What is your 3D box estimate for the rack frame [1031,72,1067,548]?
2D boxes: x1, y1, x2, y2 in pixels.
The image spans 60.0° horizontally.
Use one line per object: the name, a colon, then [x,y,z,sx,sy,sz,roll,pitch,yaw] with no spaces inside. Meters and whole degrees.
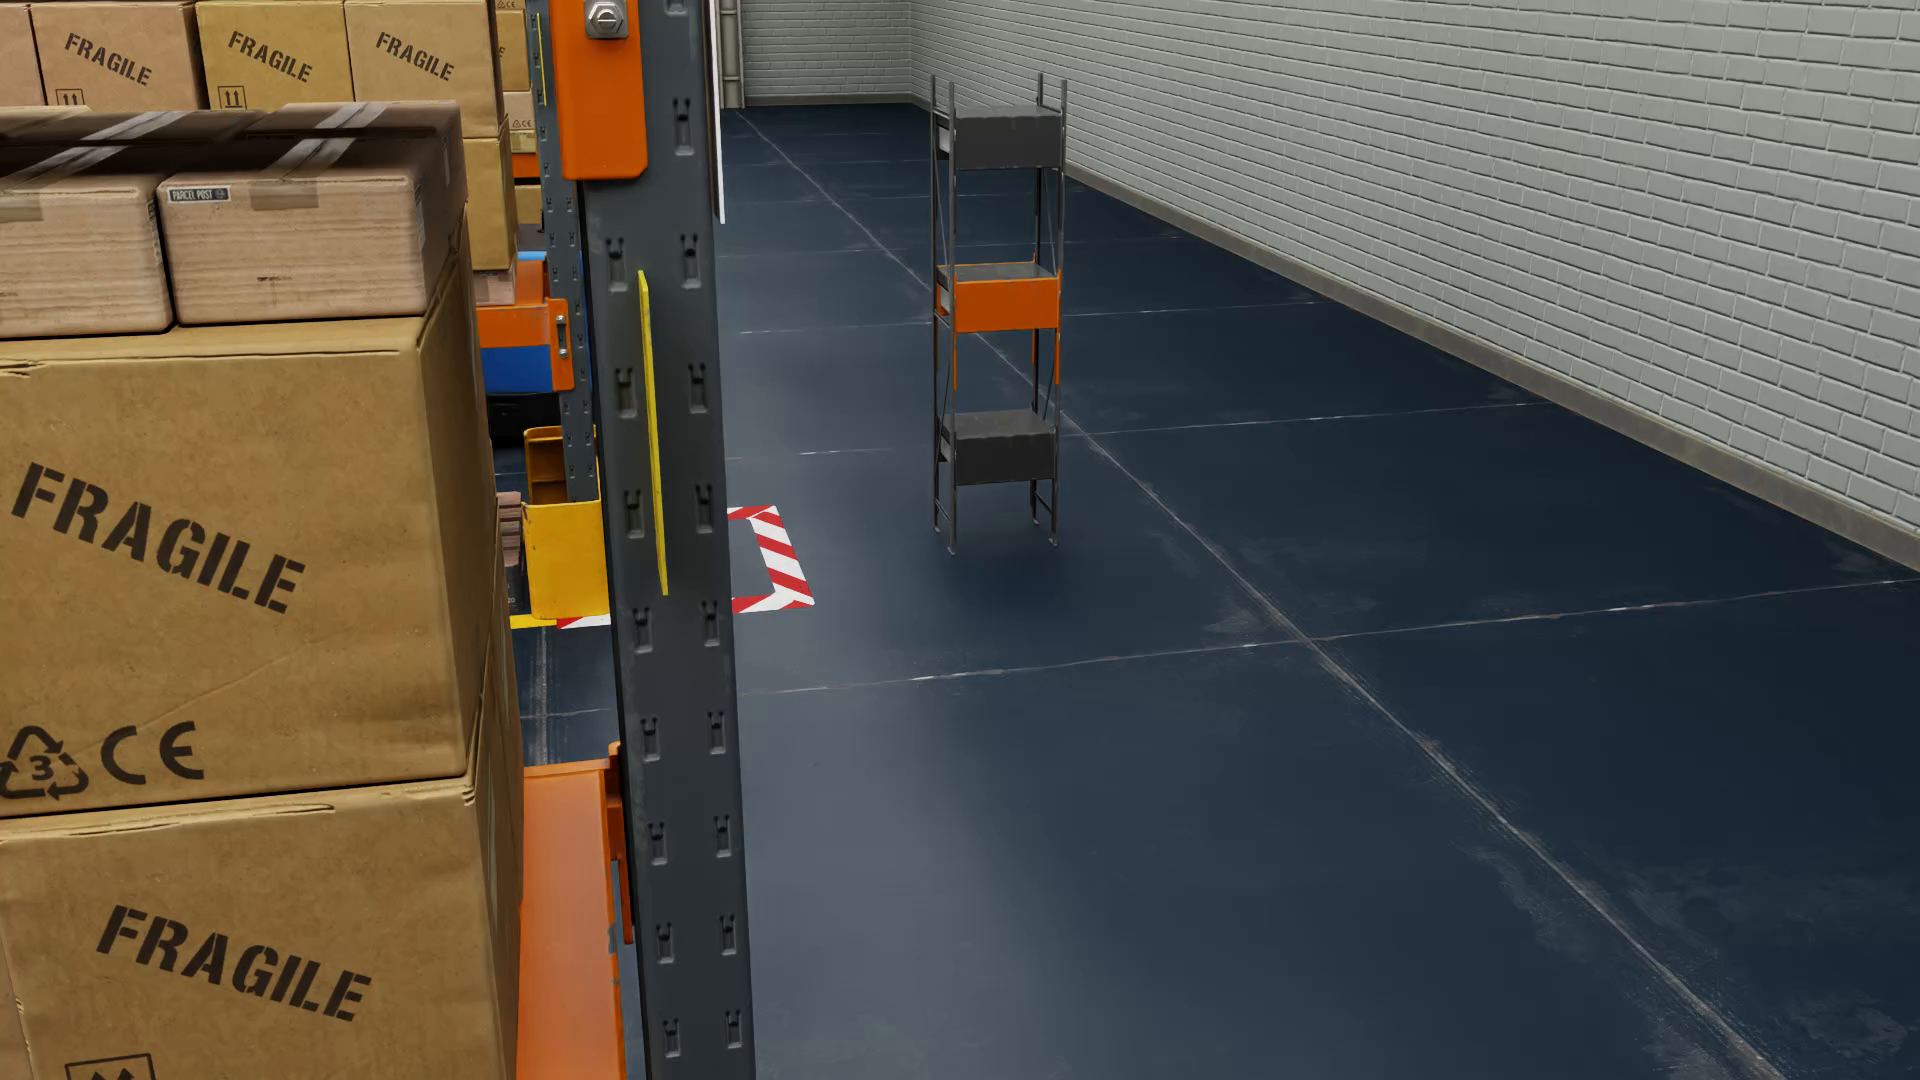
rack frame: [0.399,-1.018,7.542,0.015,2.100,0.400,-5,21,-12]

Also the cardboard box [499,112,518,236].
cardboard box: [-2.168,-1.530,7.052,0.500,0.500,0.500,-4,20,-10]

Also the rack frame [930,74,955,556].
rack frame: [-0.076,-0.980,7.436,0.015,2.100,0.400,-5,21,-12]

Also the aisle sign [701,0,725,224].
aisle sign: [-0.288,-0.760,1.749,0.004,0.787,0.394,-5,21,-12]

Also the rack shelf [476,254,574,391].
rack shelf: [-3.614,-0.790,6.657,4.000,0.370,1.077,-5,21,-12]

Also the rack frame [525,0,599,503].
rack frame: [-1.667,-1.286,6.965,0.127,3.000,1.000,-5,21,-12]

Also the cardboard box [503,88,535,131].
cardboard box: [-3.121,-2.897,11.147,0.500,0.250,0.500,-5,21,-13]

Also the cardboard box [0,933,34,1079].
cardboard box: [-1.330,0.477,2.006,0.500,0.500,0.500,-5,21,-14]

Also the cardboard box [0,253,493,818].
cardboard box: [-0.844,-0.036,1.953,0.500,0.500,0.500,-4,20,-11]

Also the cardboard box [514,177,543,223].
cardboard box: [-3.315,-2.077,11.601,0.875,0.875,0.875,-5,21,-12]

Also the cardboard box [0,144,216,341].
cardboard box: [-0.975,-0.335,1.825,0.250,0.149,0.380,-4,21,-11]

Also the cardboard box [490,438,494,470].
cardboard box: [-2.236,-0.329,7.453,0.250,0.149,0.380,-4,20,-10]

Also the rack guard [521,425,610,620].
rack guard: [-1.741,-0.106,7.378,0.348,0.500,1.175,-5,21,-12]

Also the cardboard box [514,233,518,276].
cardboard box: [-2.058,-1.252,7.238,0.250,0.149,0.380,-5,21,-13]

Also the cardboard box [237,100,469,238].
cardboard box: [-0.839,-0.523,2.339,0.250,0.149,0.380,-4,21,-11]

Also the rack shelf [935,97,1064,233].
rack shelf: [0.161,-1.644,7.253,0.480,0.518,0.431,-5,21,-12]

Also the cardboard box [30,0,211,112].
cardboard box: [-3.052,-1.739,6.168,0.500,0.500,0.500,-4,20,-10]

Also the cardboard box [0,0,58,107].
cardboard box: [-3.566,-1.696,6.051,0.500,0.500,0.500,-5,21,-14]

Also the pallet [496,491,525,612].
pallet: [-2.540,0.082,7.285,1.213,0.211,1.003,-5,21,-12]

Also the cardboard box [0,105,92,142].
cardboard box: [-1.357,-0.496,2.266,0.250,0.149,0.380,-4,20,-11]

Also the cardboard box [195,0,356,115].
cardboard box: [-2.548,-1.783,6.289,0.500,0.500,0.500,-5,21,-14]

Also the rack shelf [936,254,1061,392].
rack shelf: [0.161,-0.986,7.494,0.480,0.518,0.431,-5,21,-12]

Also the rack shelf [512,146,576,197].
rack shelf: [-4.657,-2.458,11.211,4.000,0.370,1.077,-5,21,-12]

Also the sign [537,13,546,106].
sign: [-1.559,-1.791,6.200,0.005,0.325,0.100,-5,21,-12]

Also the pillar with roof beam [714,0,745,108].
pillar with roof beam: [-2.711,-9.808,21.506,0.400,9.000,9.100,-5,21,-12]

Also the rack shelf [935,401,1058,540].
rack shelf: [0.161,-0.329,7.735,0.480,0.518,0.431,-5,21,-12]

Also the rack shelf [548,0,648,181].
rack shelf: [-2.376,-0.550,1.639,4.000,0.370,1.077,-5,21,-12]

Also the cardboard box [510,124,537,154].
cardboard box: [-2.981,-2.698,11.184,0.250,0.149,0.380,-4,21,-11]

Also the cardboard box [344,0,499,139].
cardboard box: [-2.055,-1.823,6.398,0.500,0.500,0.500,-5,21,-14]

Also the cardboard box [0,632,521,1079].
cardboard box: [-0.838,0.443,2.100,0.500,0.500,0.500,-5,21,-12]

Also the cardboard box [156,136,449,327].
cardboard box: [-0.733,-0.363,1.902,0.250,0.149,0.380,-4,21,-12]

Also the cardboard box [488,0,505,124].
cardboard box: [-2.165,-1.996,6.870,0.500,0.500,0.500,-5,21,-13]

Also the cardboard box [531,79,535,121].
cardboard box: [-3.239,-3.076,11.637,0.500,0.250,0.500,-5,21,-14]

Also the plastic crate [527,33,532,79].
plastic crate: [-4.133,-4.568,15.786,0.499,0.435,0.616,-5,21,-12]

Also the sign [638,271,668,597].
sign: [-0.318,-0.109,1.725,0.005,0.325,0.100,-5,21,-12]

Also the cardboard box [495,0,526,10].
cardboard box: [-5.356,-6.660,20.036,0.500,0.500,0.500,-5,21,-13]

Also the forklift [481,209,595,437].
forklift: [-3.402,-2.055,9.163,3.031,2.935,1.130,-1,20,-3]

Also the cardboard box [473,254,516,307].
cardboard box: [-1.919,-1.048,6.679,0.250,0.149,0.380,-5,21,-12]

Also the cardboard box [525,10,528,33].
cardboard box: [-5.359,-6.191,20.209,0.500,0.500,0.500,-4,20,-11]

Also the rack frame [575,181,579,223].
rack frame: [-2.710,-2.954,11.519,0.127,3.000,1.000,-5,21,-12]

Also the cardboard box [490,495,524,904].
cardboard box: [-0.963,0.258,2.605,0.500,0.500,0.500,-5,21,-13]

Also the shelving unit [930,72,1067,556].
shelving unit: [0.161,-0.999,7.489,0.503,2.100,0.431,-5,21,-12]

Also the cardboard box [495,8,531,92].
cardboard box: [-3.124,-3.249,11.019,0.500,0.500,0.500,-4,21,-12]

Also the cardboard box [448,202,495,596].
cardboard box: [-0.962,-0.211,2.431,0.500,0.500,0.500,-5,21,-14]

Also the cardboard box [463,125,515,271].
cardboard box: [-2.045,-1.351,6.564,0.500,0.500,0.500,-4,21,-11]

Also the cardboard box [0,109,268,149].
cardboard box: [-1.078,-0.478,2.217,0.250,0.149,0.380,-4,21,-11]

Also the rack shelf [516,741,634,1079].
rack shelf: [-2.376,0.859,2.155,4.000,0.370,1.077,-5,21,-12]

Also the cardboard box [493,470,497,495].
cardboard box: [-2.251,-0.210,7.562,0.250,0.149,0.380,-4,21,-11]

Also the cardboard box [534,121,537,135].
cardboard box: [-3.132,-2.919,11.787,0.250,0.149,0.380,-4,21,-12]
